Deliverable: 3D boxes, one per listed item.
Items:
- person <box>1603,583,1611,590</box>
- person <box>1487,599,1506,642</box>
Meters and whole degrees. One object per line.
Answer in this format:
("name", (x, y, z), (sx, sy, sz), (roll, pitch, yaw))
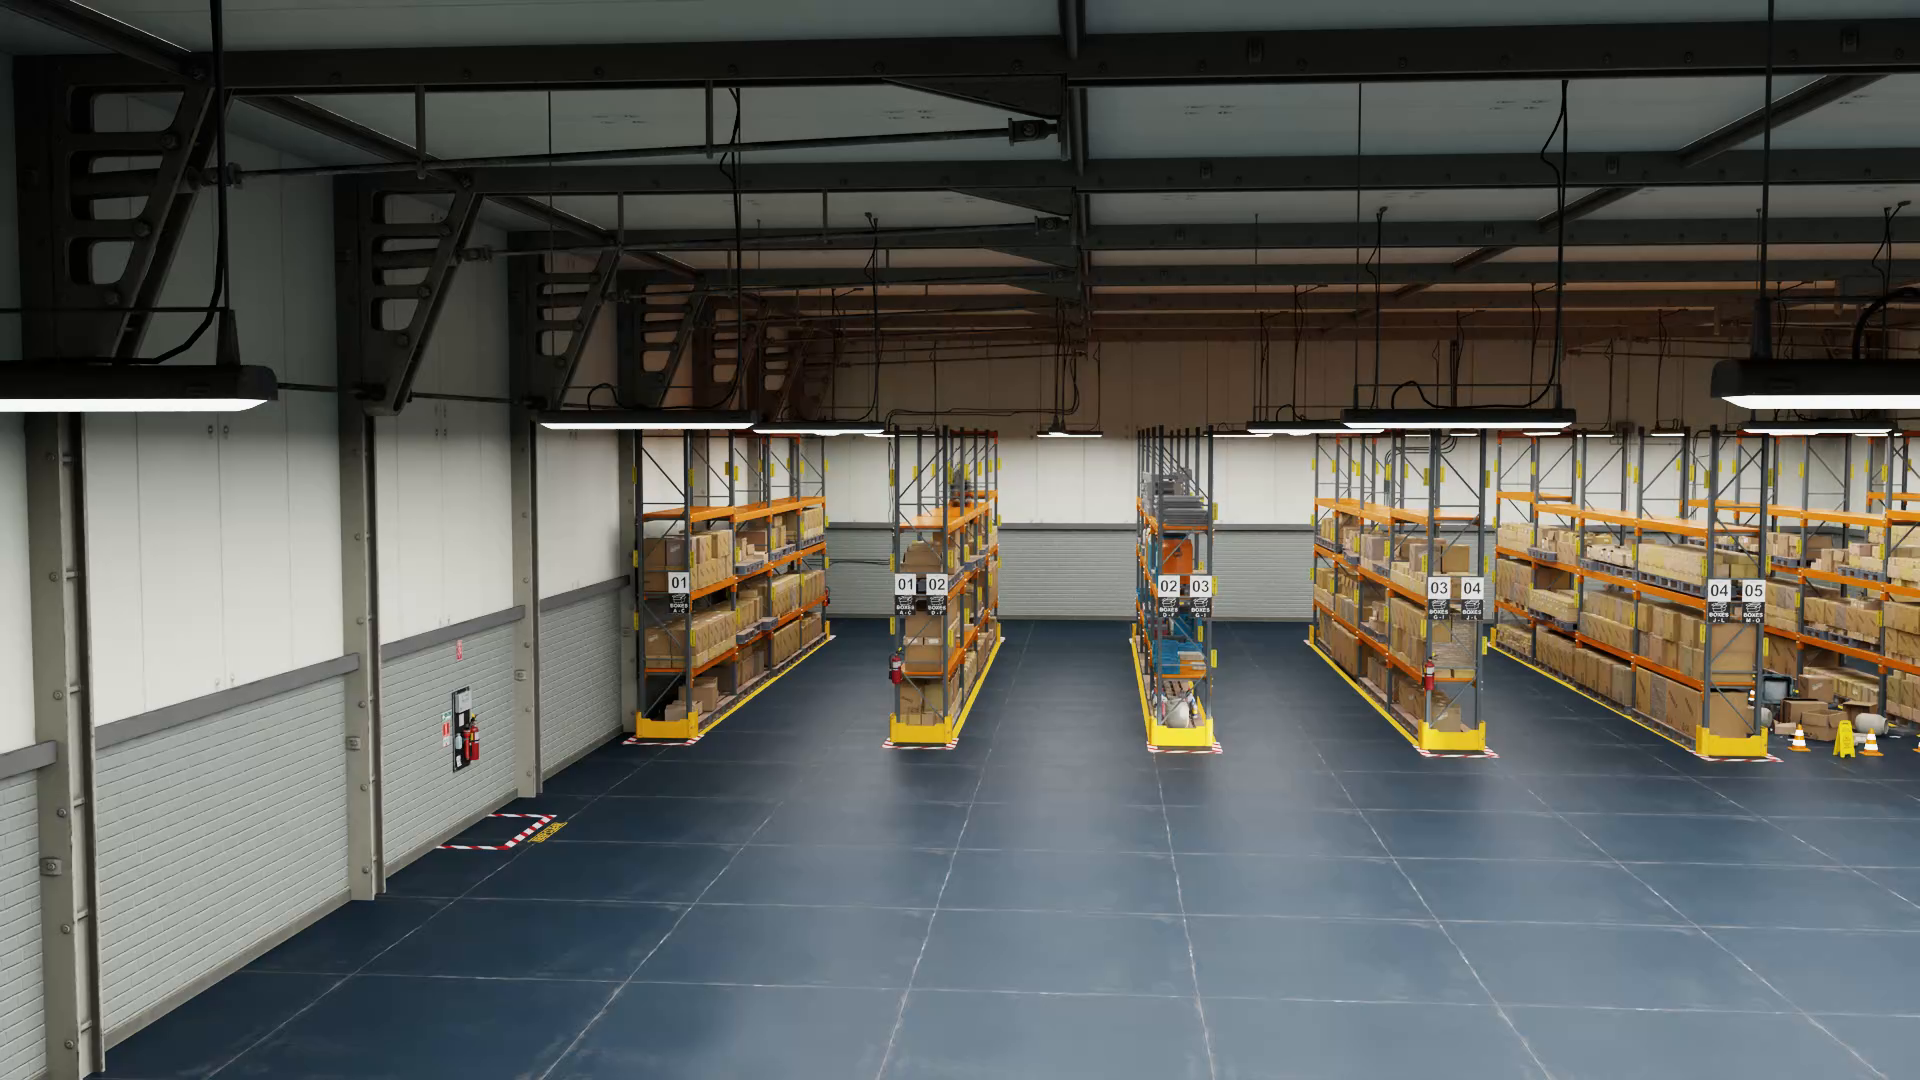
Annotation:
("person", (18.593, 2.034, 47.888), (0.653, 1.609, 0.553), (-1, 4, -17))
("person", (15.376, 2.072, 47.217), (0.729, 1.689, 0.658), (0, 3, -8))
